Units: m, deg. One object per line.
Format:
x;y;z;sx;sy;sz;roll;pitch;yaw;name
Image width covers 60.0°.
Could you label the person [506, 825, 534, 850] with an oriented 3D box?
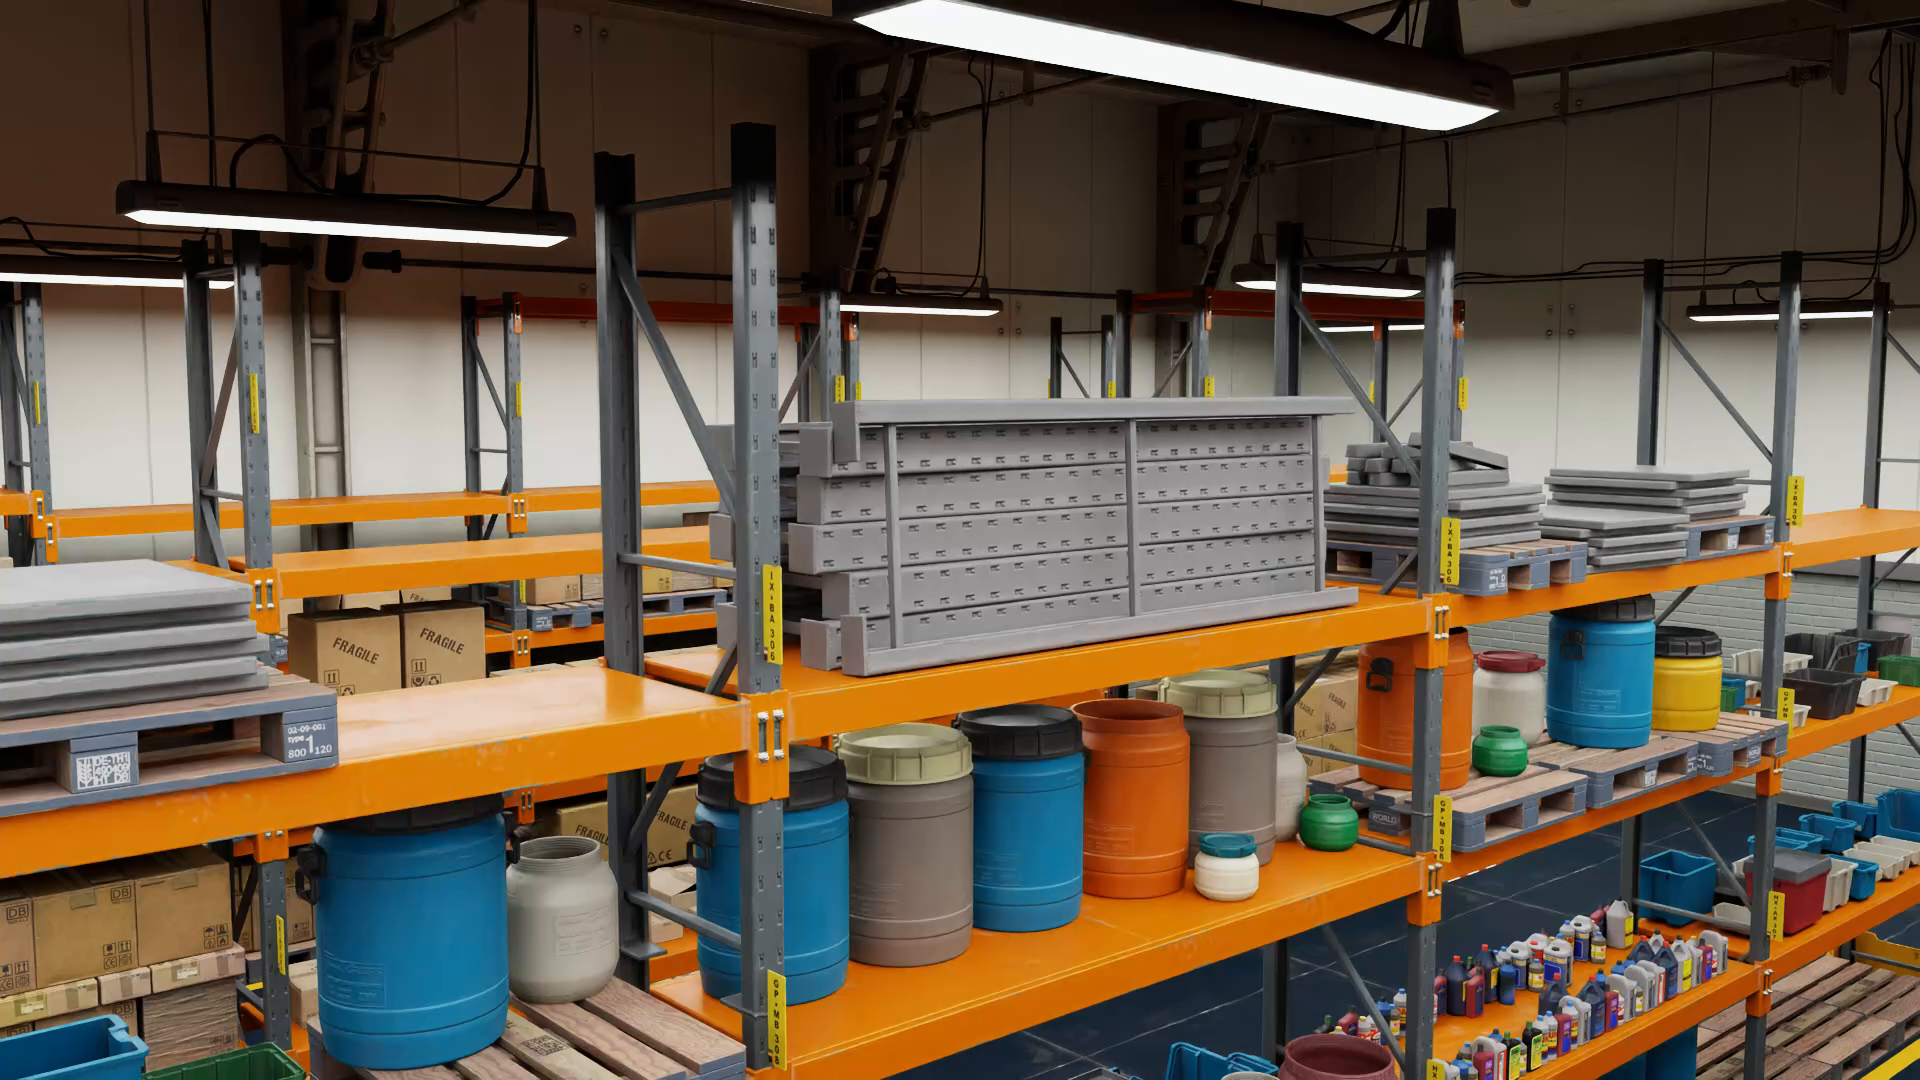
-3.430;3.097;13.348;0.628;1.640;0.505;-2;6;-24;person
